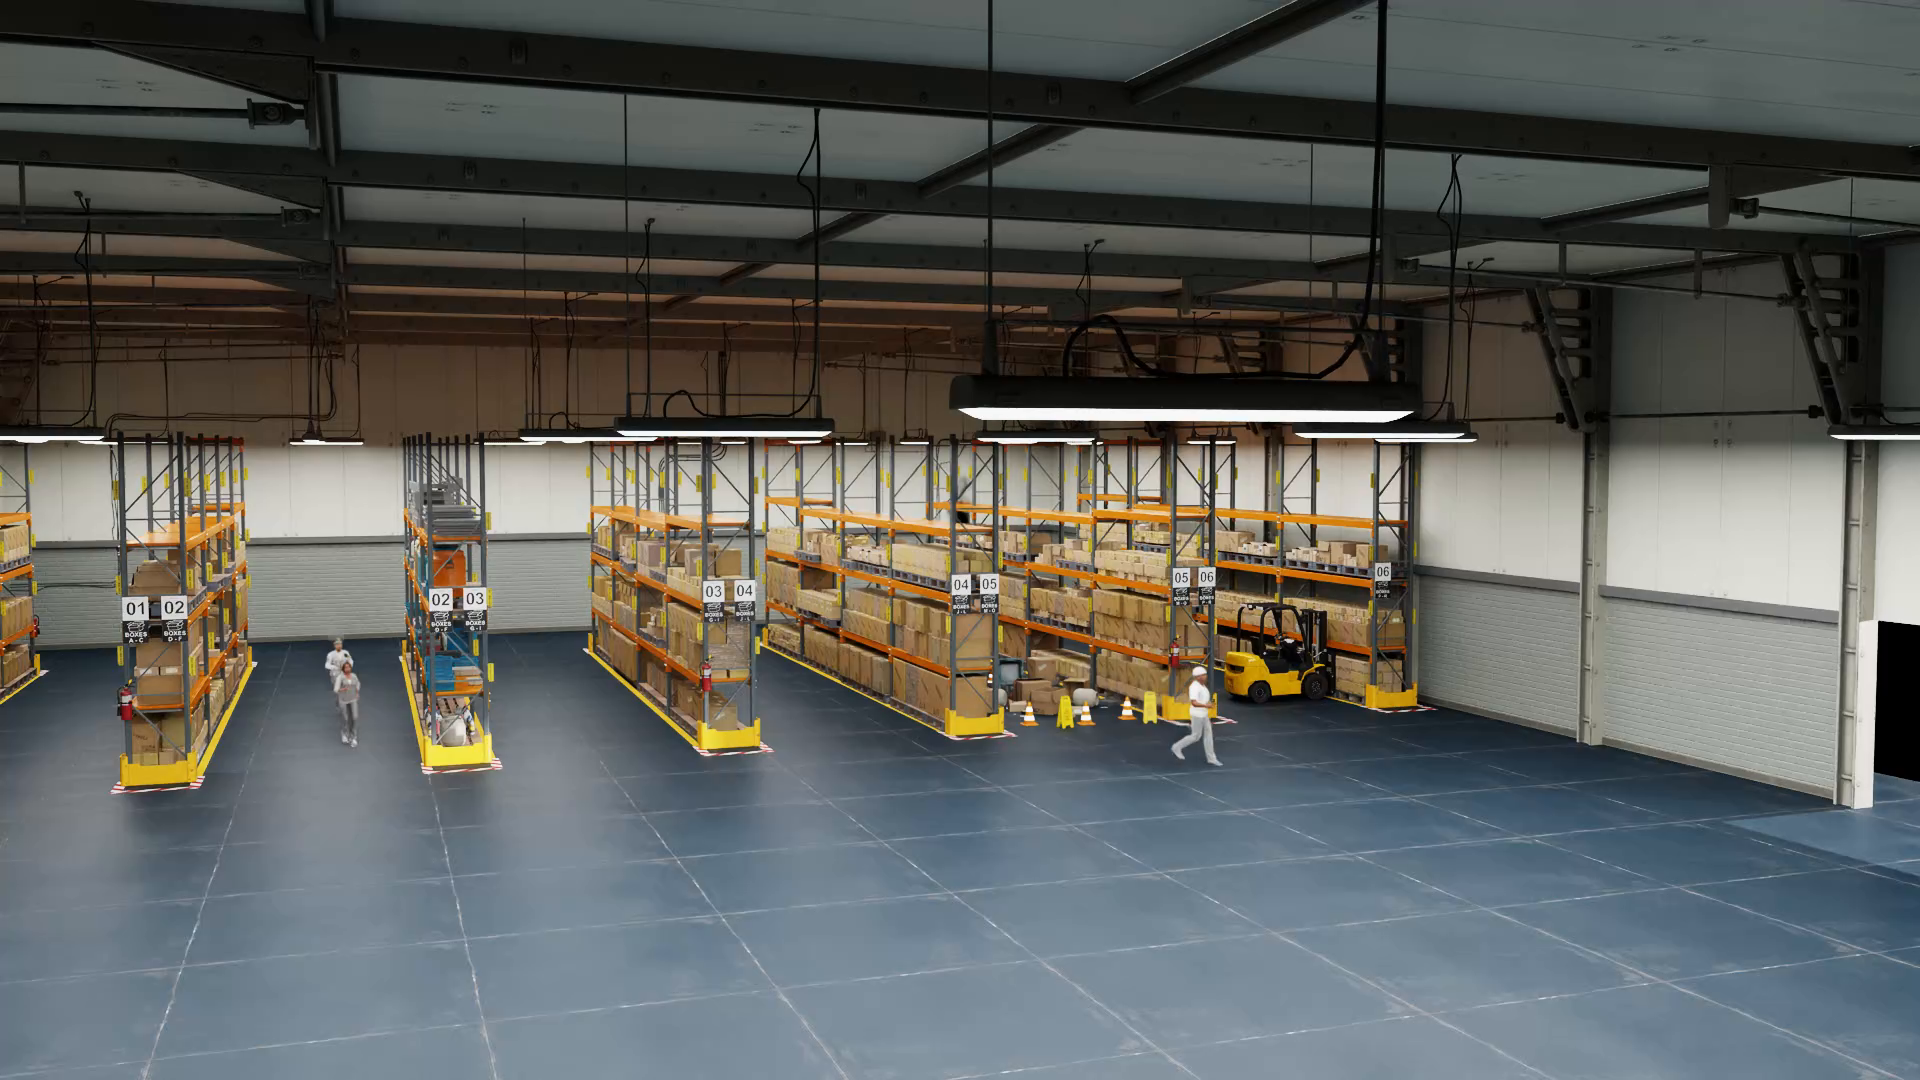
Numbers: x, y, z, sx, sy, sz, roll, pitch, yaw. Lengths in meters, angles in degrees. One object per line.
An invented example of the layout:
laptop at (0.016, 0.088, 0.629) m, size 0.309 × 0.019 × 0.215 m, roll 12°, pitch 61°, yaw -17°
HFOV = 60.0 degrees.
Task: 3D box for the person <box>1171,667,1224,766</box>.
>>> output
person at (4.286, 3.173, 29.968) m, size 0.952 × 1.784 × 0.715 m, roll 1°, pitch 3°, yaw 22°

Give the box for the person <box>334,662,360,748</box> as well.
person at (-11.735, 3.148, 31.895) m, size 0.516 × 1.635 × 0.677 m, roll -2°, pitch 4°, yaw -31°

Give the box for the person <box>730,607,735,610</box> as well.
person at (-6.181, 2.299, 46.415) m, size 0.644 × 1.726 × 0.641 m, roll -1°, pitch 3°, yaw -23°

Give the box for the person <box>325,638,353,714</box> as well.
person at (-13.227, 2.911, 35.523) m, size 0.591 × 1.656 × 0.592 m, roll -2°, pitch 4°, yaw -30°
